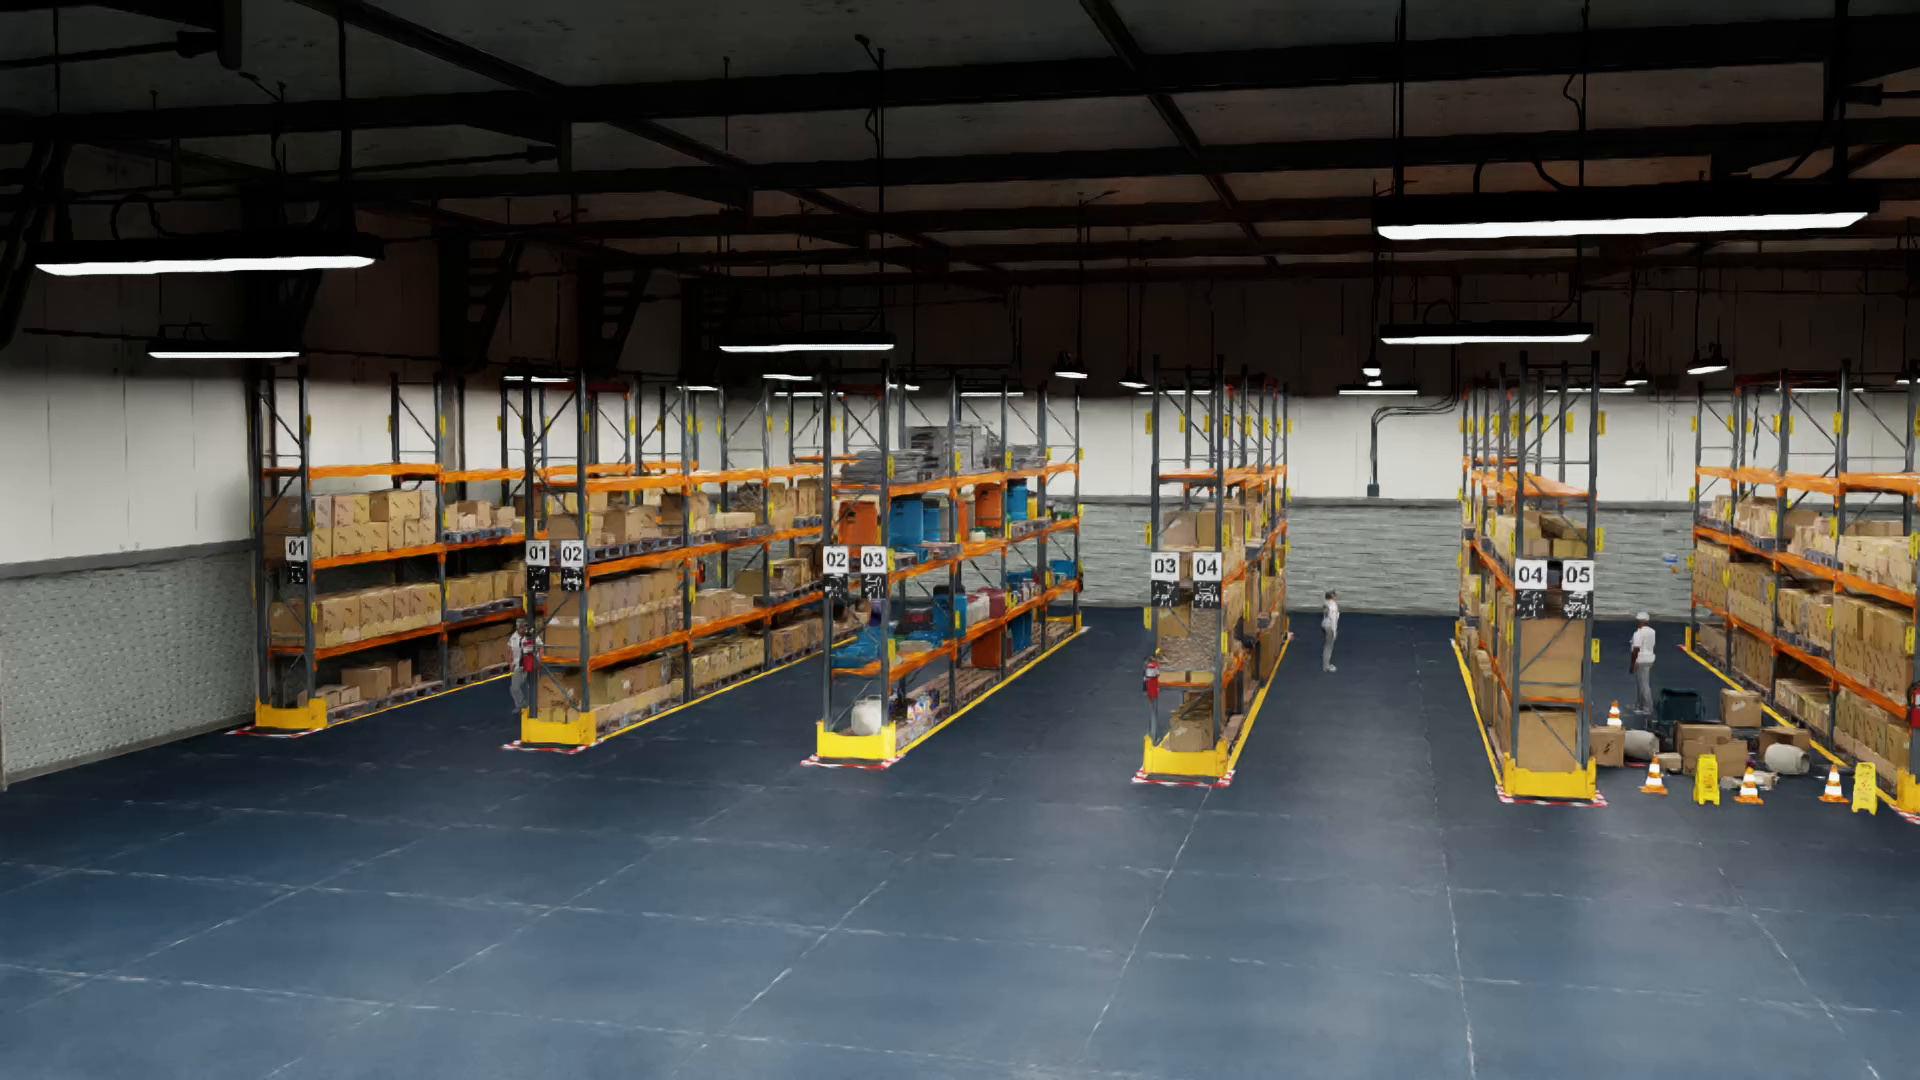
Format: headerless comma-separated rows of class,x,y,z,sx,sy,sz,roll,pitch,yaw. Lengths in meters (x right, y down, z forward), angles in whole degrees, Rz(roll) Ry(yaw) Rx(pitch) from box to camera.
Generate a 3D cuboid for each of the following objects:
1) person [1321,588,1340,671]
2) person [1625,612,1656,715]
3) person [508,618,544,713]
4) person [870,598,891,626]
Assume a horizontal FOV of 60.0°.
person,7.548,1.816,33.877,0.364,1.671,0.582,0,4,-6
person,11.805,2.116,28.850,0.580,1.763,0.673,4,6,44
person,-7.508,2.169,28.747,0.682,1.715,0.536,1,4,12
person,-1.749,1.682,36.577,0.493,1.589,0.982,1,4,13
